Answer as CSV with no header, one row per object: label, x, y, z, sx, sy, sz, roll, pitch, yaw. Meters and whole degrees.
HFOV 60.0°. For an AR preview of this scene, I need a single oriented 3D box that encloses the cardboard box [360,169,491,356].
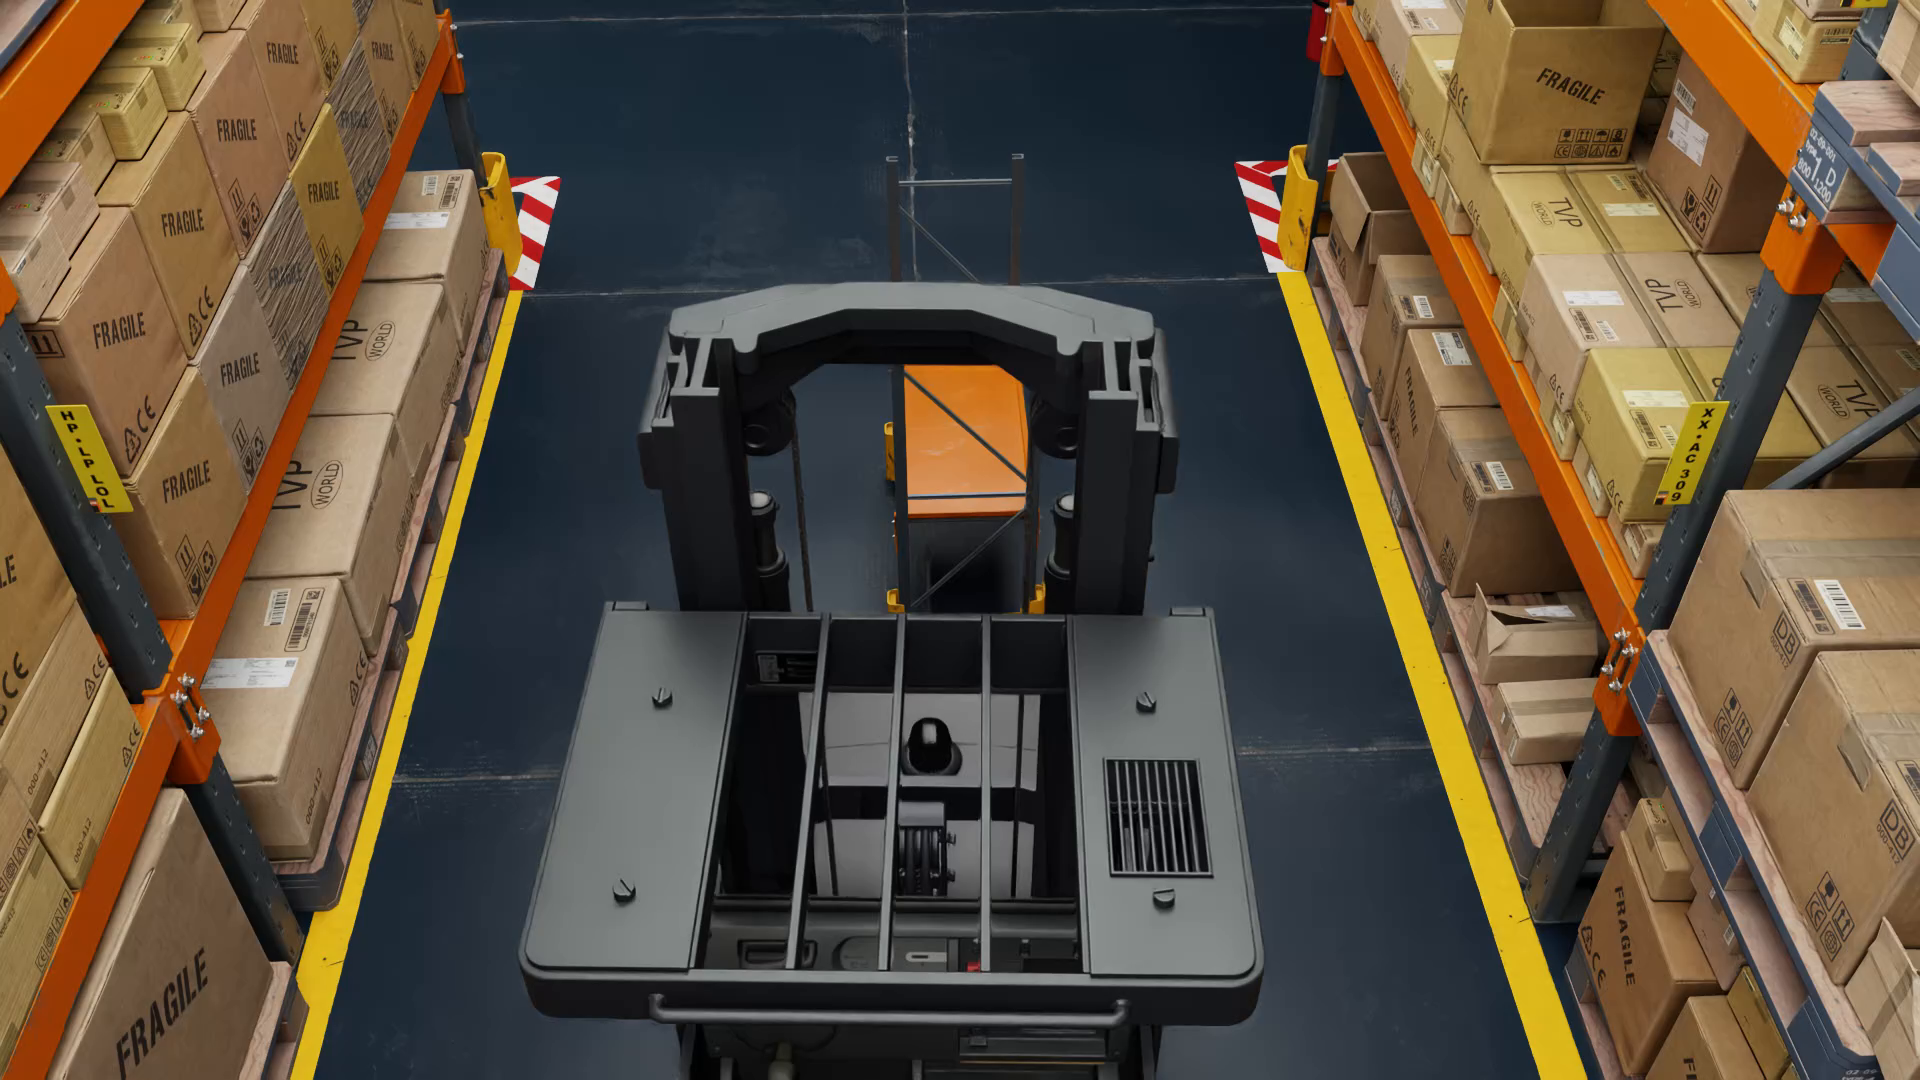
cardboard box,-2.645,-1.237,7.465,0.875,0.438,0.875,-3,43,-3

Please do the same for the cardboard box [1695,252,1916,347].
cardboard box,2.576,-0.649,5.129,0.500,0.250,0.500,-2,43,-2

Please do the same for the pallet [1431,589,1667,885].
pallet,2.327,0.651,5.884,1.003,0.211,1.213,-2,43,-2

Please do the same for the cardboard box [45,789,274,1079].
cardboard box,-2.497,1.276,4.400,0.875,0.875,0.875,0,43,0

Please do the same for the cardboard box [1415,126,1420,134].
cardboard box,1.995,-1.593,6.454,0.380,0.149,0.250,-1,43,-1

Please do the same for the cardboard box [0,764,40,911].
cardboard box,-2.313,0.730,3.475,0.500,0.250,0.500,-1,43,-1

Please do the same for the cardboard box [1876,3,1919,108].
cardboard box,1.971,-0.905,3.099,0.380,0.149,0.250,-1,43,-1

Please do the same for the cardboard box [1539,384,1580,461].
cardboard box,2.022,-0.379,5.130,0.380,0.149,0.250,-1,43,-1

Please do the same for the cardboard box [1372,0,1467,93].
cardboard box,1.958,-2.014,6.618,0.500,0.250,0.500,-1,43,-1

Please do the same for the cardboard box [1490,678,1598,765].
cardboard box,2.039,0.615,5.659,0.380,0.149,0.250,-3,43,-3

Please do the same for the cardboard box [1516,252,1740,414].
cardboard box,2.054,-0.643,5.122,0.500,0.250,0.500,-2,43,-2

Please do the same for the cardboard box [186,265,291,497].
cardboard box,-2.379,-0.470,4.969,0.500,0.500,0.500,-1,43,-2

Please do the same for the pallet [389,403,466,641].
pallet,-2.612,-0.082,6.683,1.003,0.211,1.213,-2,43,-2

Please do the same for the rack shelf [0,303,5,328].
rack shelf,-2.518,0.741,2.034,1.077,0.370,4.000,-2,43,-2

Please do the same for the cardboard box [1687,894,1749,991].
cardboard box,2.194,1.048,4.445,0.380,0.149,0.250,-3,43,-3

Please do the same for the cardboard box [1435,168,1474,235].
cardboard box,1.962,-1.243,6.073,0.380,0.149,0.250,-1,43,-1

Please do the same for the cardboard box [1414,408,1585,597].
cardboard box,2.159,-0.153,6.236,0.700,0.500,0.500,-3,43,-3

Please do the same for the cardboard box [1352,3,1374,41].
cardboard box,1.926,-2.292,7.216,0.380,0.149,0.250,-2,43,-2

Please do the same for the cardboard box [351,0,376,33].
cardboard box,-2.463,-2.204,6.121,0.500,0.500,0.500,-2,43,-2

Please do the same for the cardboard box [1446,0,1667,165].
cardboard box,2.000,-1.618,5.631,0.500,0.500,0.500,-1,43,-1

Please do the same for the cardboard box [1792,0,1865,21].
cardboard box,2.085,-1.392,3.720,0.500,0.250,0.500,-1,43,-2

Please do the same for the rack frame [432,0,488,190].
rack frame,-2.773,-2.469,7.224,1.000,3.000,0.127,-2,43,-2

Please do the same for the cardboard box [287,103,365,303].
cardboard box,-2.415,-1.154,5.715,0.500,0.500,0.500,0,43,-1

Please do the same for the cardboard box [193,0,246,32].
cardboard box,-2.403,-1.663,5.050,0.380,0.149,0.250,-2,43,-2

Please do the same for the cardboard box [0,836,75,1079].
cardboard box,-2.312,0.926,3.631,0.500,0.250,0.500,-2,43,-2

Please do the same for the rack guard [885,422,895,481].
rack guard,-0.018,-0.377,6.976,0.587,0.250,0.087,-2,43,-2

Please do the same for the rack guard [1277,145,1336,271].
rack guard,2.189,-1.641,8.171,1.175,0.500,0.348,-2,43,-2

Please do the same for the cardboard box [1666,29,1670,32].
cardboard box,2.491,-2.017,6.622,0.500,0.250,0.500,-2,43,-2

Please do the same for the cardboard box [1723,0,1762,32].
cardboard box,2.038,-1.327,3.943,0.380,0.149,0.250,-2,43,-2

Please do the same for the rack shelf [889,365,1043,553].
rack shelf,0.004,-0.363,6.302,0.538,0.185,1.000,-2,43,-2

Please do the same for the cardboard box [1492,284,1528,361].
cardboard box,1.999,-0.729,5.511,0.380,0.149,0.250,-2,43,-2

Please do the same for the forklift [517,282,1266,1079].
forklift,-0.095,1.076,3.407,1.130,2.935,3.031,1,43,1

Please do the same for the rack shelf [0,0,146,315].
rack shelf,-2.688,-1.960,4.980,1.077,0.370,4.000,-2,43,-2

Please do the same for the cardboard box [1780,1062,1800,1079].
cardboard box,2.242,1.406,4.055,0.380,0.149,0.250,-2,43,-3

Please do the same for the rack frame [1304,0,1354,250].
rack frame,2.186,-2.614,7.382,1.000,3.000,0.127,-2,43,-2

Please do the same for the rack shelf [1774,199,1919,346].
rack shelf,2.441,0.596,2.193,1.077,0.370,4.000,-2,43,-2

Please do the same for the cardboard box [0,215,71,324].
cardboard box,-2.357,-0.634,3.928,0.380,0.149,0.250,-2,43,-2

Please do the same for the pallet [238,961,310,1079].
pallet,-2.495,1.778,4.654,1.003,0.211,1.213,-2,43,-2

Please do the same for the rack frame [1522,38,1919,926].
rack frame,2.356,0.086,4.436,1.000,3.000,0.127,-2,43,-2

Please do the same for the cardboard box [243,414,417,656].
cardboard box,-2.561,-0.010,6.127,0.875,0.438,0.875,-3,43,-3

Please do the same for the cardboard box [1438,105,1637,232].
cardboard box,2.025,-1.327,5.869,0.500,0.250,0.500,-3,43,-3

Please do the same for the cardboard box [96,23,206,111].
cardboard box,-2.369,-1.328,4.684,0.380,0.149,0.250,-3,43,-3

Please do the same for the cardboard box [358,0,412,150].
cardboard box,-2.482,-1.849,6.473,0.500,0.500,0.500,-2,43,-3

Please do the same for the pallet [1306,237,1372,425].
pallet,2.224,-0.997,7.681,1.003,0.211,1.213,-2,43,-2

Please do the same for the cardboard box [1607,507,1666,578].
cardboard box,2.090,-0.029,4.748,0.380,0.149,0.250,-1,43,-1

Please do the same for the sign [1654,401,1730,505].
sign,1.814,-0.212,4.121,0.100,0.325,0.005,-2,43,-2

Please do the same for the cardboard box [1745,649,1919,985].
cardboard box,2.175,0.577,3.516,0.700,0.500,0.500,-1,43,-1

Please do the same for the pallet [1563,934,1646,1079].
pallet,2.428,1.662,4.780,1.003,0.211,1.213,-2,43,-2

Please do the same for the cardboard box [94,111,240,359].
cardboard box,-2.397,-0.844,4.637,0.500,0.500,0.500,-2,43,-2

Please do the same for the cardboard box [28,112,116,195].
cardboard box,-2.437,-0.978,4.303,0.380,0.149,0.250,-2,43,-2

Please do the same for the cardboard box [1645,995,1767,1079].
cardboard box,2.184,1.545,4.384,0.500,0.500,0.500,-2,43,-2

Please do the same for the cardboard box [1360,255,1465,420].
cardboard box,2.115,-0.854,7.001,0.700,0.500,0.500,0,43,0

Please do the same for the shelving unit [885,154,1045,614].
shelving unit,0.003,-0.501,6.187,0.587,1.500,1.083,-2,43,-2

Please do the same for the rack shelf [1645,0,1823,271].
rack shelf,2.271,-2.105,5.139,1.077,0.370,4.000,-2,43,-2

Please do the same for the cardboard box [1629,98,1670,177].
cardboard box,2.529,-1.330,5.872,0.500,0.250,0.500,-2,43,-2

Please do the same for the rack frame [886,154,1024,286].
rack frame,-0.018,-0.838,6.555,0.500,1.500,0.032,-2,43,-2

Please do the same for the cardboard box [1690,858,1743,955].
cardboard box,2.164,0.928,4.357,0.380,0.149,0.250,-4,43,-4

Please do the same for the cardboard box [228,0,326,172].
cardboard box,-2.426,-1.531,5.386,0.500,0.500,0.500,-2,43,-2
